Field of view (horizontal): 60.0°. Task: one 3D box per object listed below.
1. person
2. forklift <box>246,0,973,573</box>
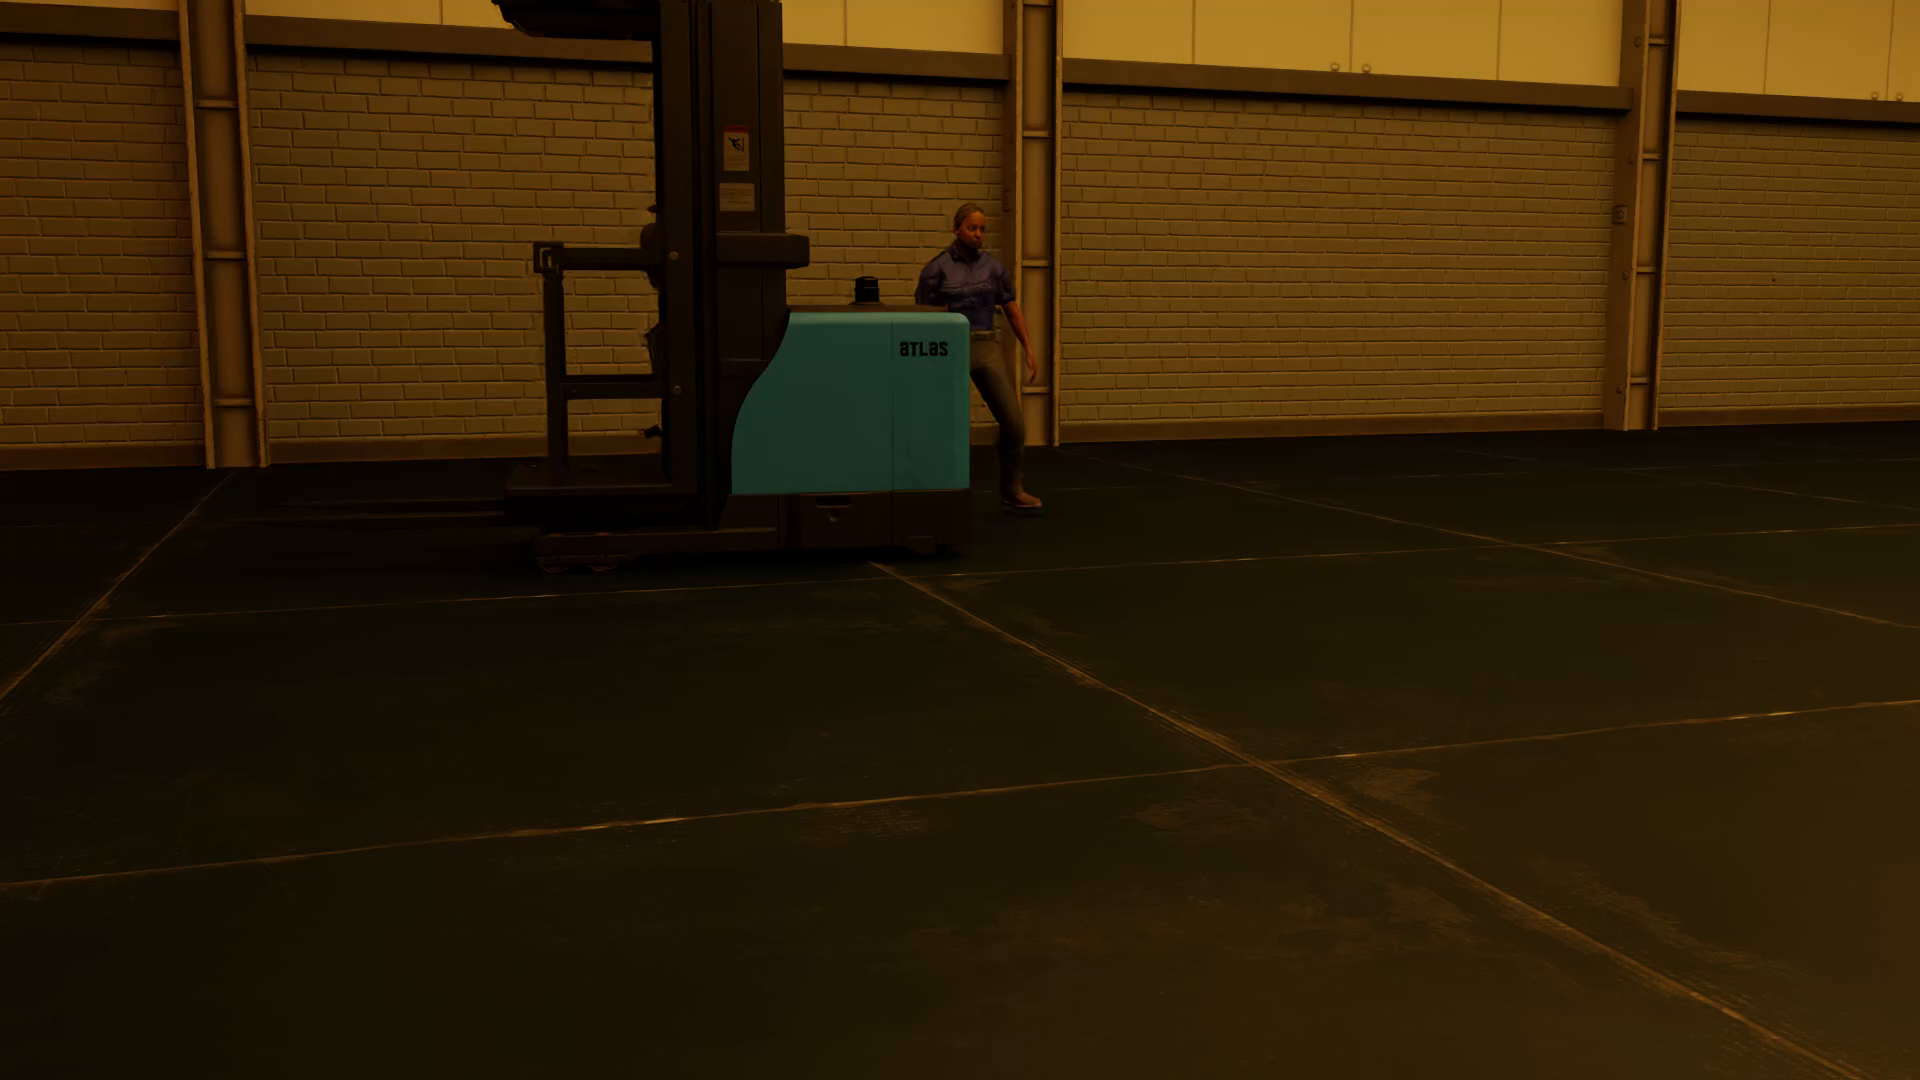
[{"bbox_3d":[0.079,-0.955,8.726,0.715,1.602,0.345,-2,8,-14],"label":"person"},{"bbox_3d":[-1.515,-1.392,7.282,3.031,2.935,1.130,-2,8,-12],"label":"forklift"}]
